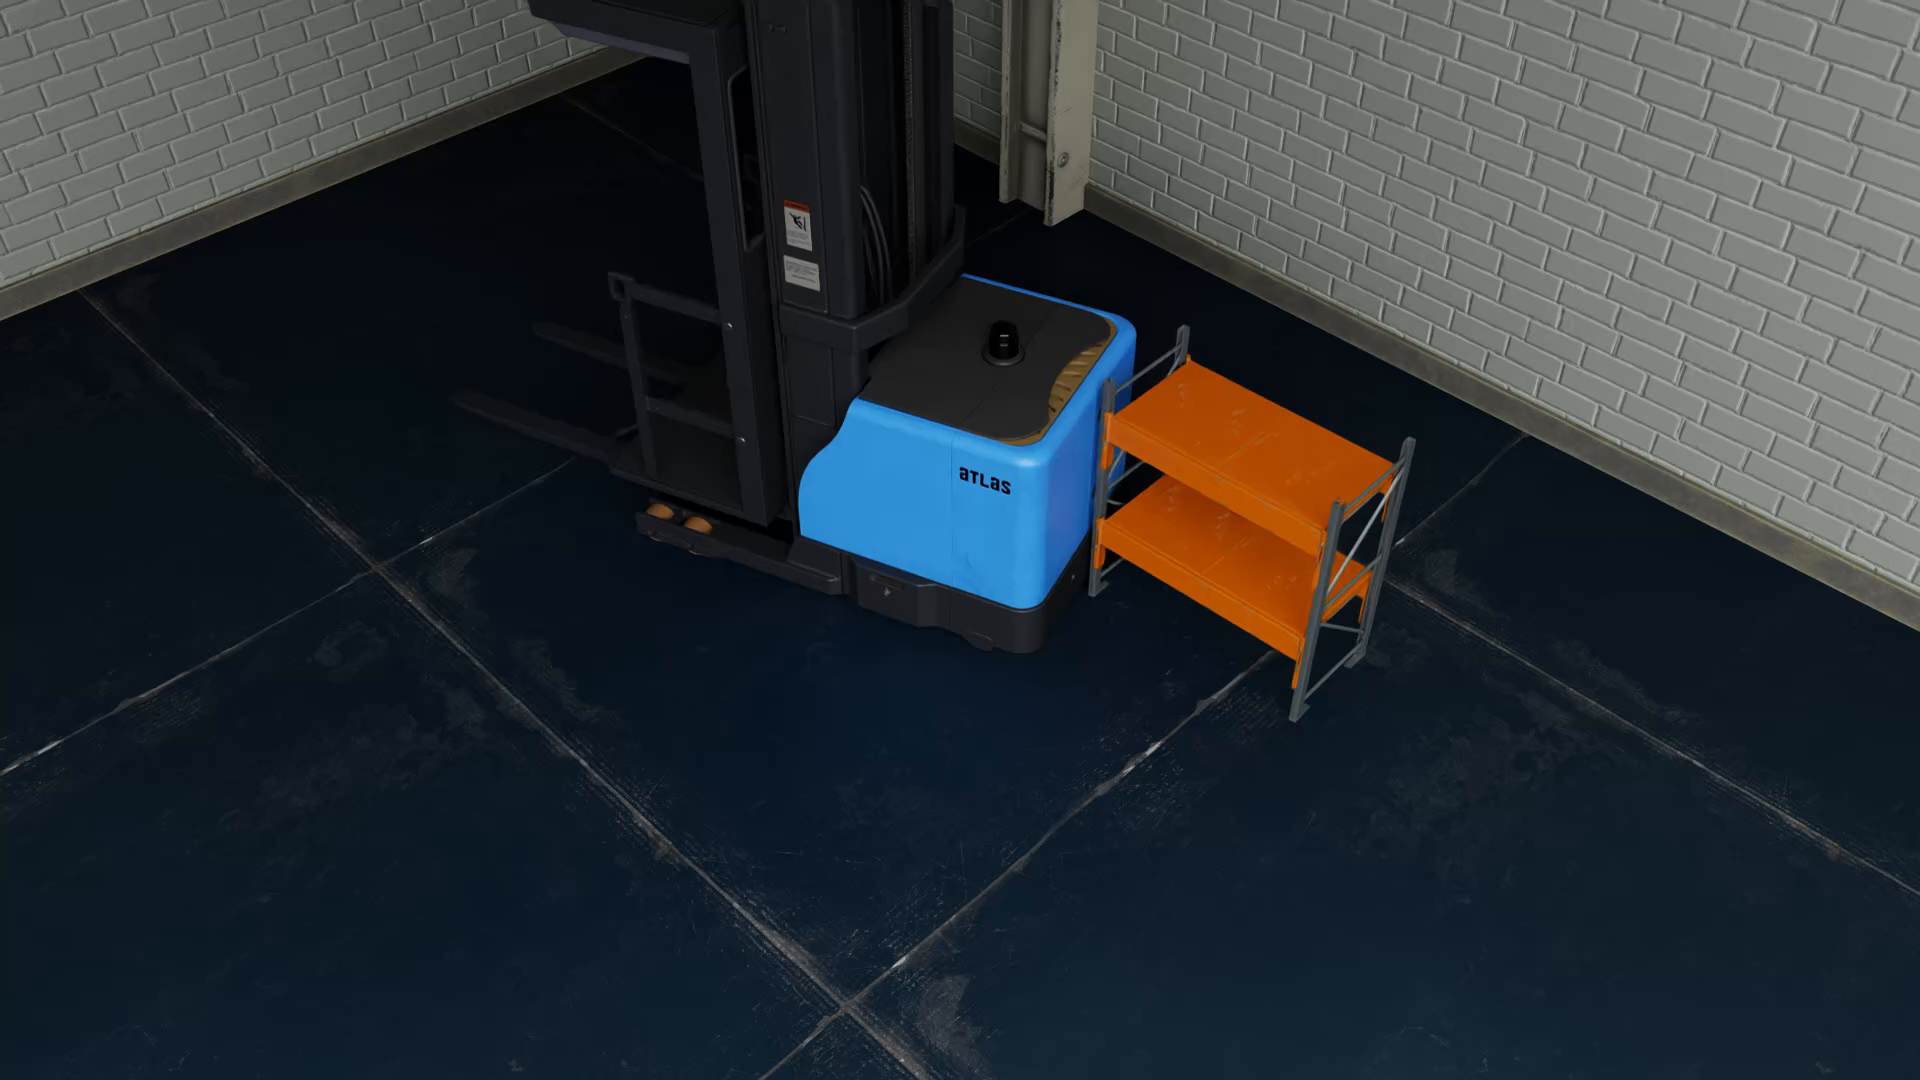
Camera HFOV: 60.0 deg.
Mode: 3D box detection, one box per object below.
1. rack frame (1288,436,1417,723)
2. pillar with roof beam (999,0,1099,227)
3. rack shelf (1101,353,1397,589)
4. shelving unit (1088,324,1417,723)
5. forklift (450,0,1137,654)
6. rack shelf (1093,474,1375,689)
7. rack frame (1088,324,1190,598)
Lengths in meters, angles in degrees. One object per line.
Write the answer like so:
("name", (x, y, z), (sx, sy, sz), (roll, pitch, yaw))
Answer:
("rack frame", (1.463, 0.169, 6.239), (0.032, 1.125, 0.500), (32, 52, 30))
("pillar with roof beam", (-2.586, -3.124, 4.000), (9.100, 9.000, 0.400), (-34, 53, -31))
("rack shelf", (1.091, -0.281, 6.294), (1.000, 0.278, 0.538), (32, 52, 30))
("shelving unit", (1.091, -0.066, 6.493), (1.048, 1.125, 0.538), (32, 52, 30))
("forklift", (-0.836, -1.314, 6.513), (3.031, 2.935, 1.130), (18, 46, 19))
("rack shelf", (1.091, 0.113, 6.659), (1.000, 0.278, 0.538), (32, 52, 30))
("rack frame", (0.719, -0.301, 6.747), (0.032, 1.125, 0.500), (32, 52, 30))
